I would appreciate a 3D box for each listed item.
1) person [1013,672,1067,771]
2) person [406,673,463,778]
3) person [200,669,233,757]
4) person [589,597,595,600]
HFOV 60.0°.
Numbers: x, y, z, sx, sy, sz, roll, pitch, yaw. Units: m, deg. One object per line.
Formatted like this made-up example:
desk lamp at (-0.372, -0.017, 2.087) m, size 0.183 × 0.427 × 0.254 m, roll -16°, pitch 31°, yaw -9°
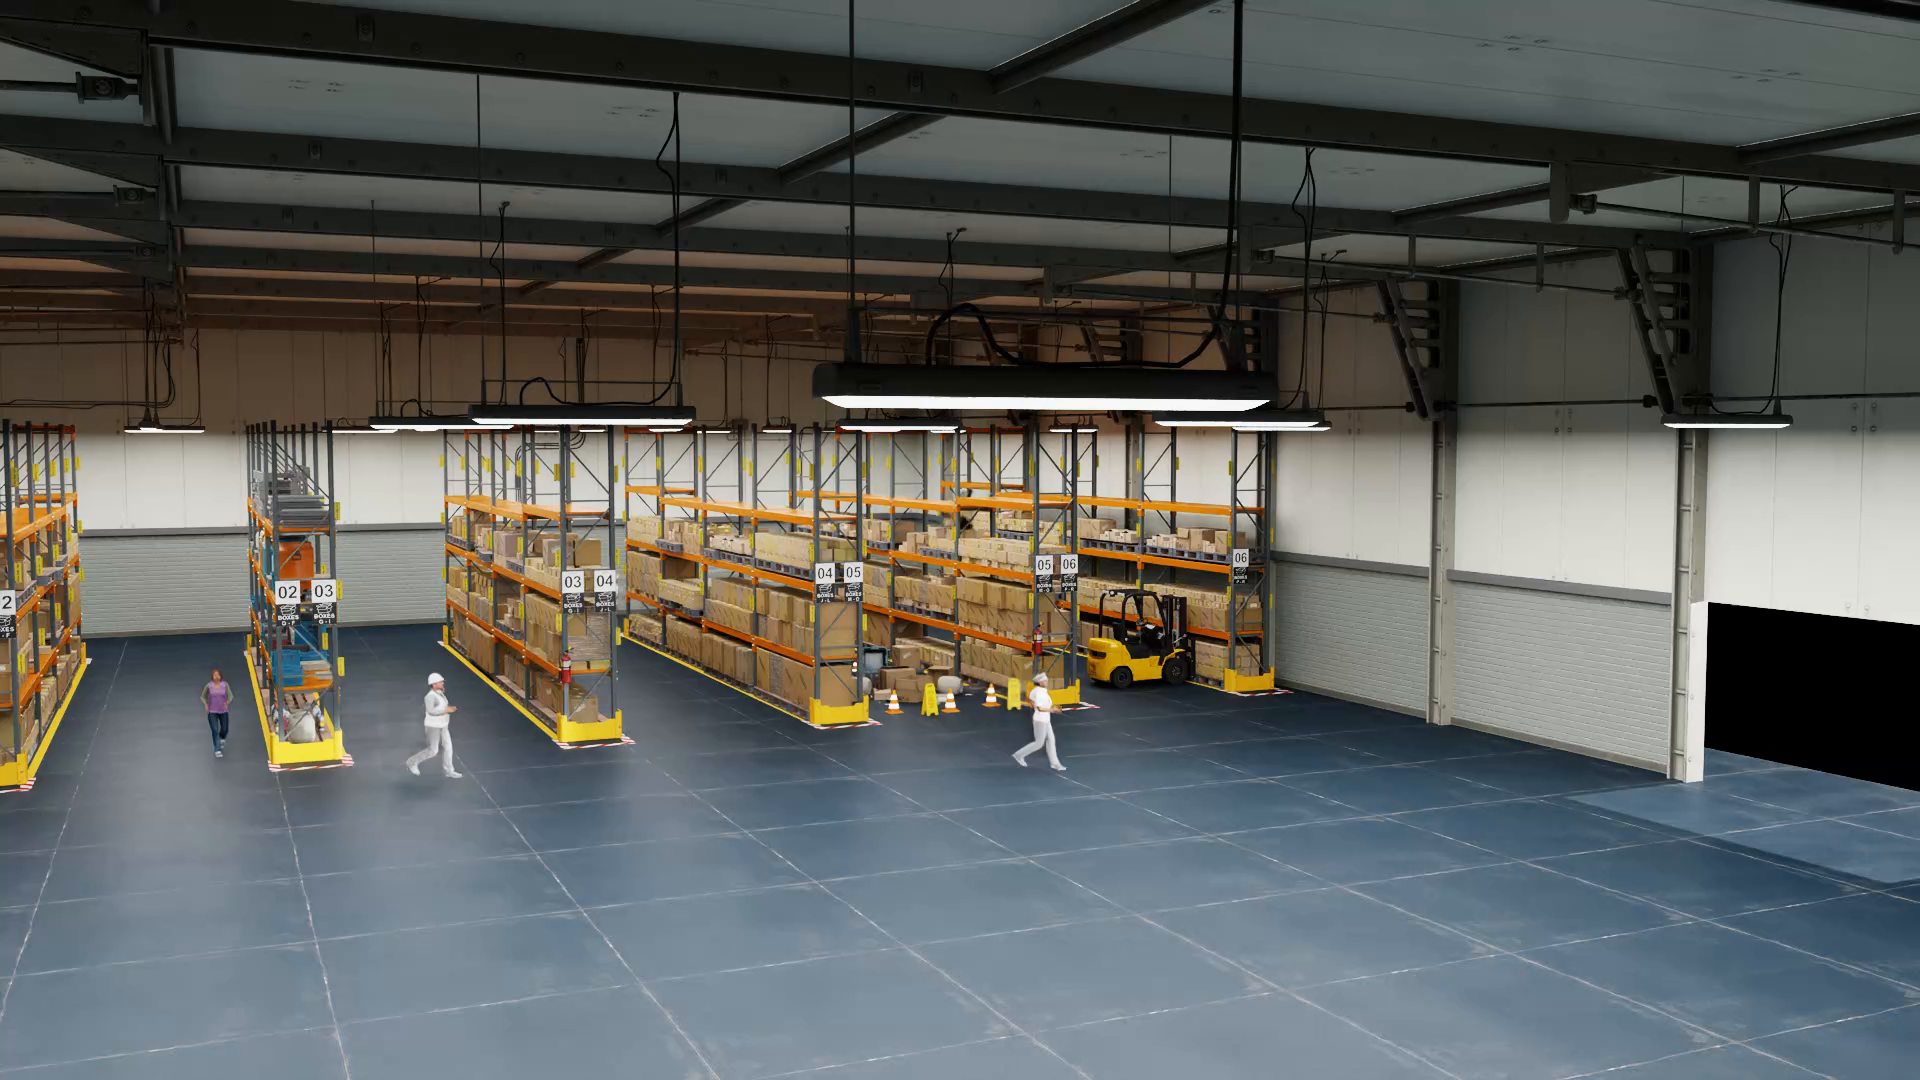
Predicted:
person at (1.369, 3.094, 28.323) m, size 0.920 × 1.699 × 0.581 m, roll 0°, pitch 4°, yaw 6°
person at (-8.747, 3.091, 27.672) m, size 0.923 × 1.755 × 0.659 m, roll 0°, pitch 4°, yaw 4°
person at (-13.306, 3.084, 29.774) m, size 0.538 × 1.549 × 0.602 m, roll -2°, pitch 4°, yaw -27°
person at (-10.457, 1.889, 48.201) m, size 0.775 × 1.666 × 0.552 m, roll 2°, pitch 4°, yaw 33°
